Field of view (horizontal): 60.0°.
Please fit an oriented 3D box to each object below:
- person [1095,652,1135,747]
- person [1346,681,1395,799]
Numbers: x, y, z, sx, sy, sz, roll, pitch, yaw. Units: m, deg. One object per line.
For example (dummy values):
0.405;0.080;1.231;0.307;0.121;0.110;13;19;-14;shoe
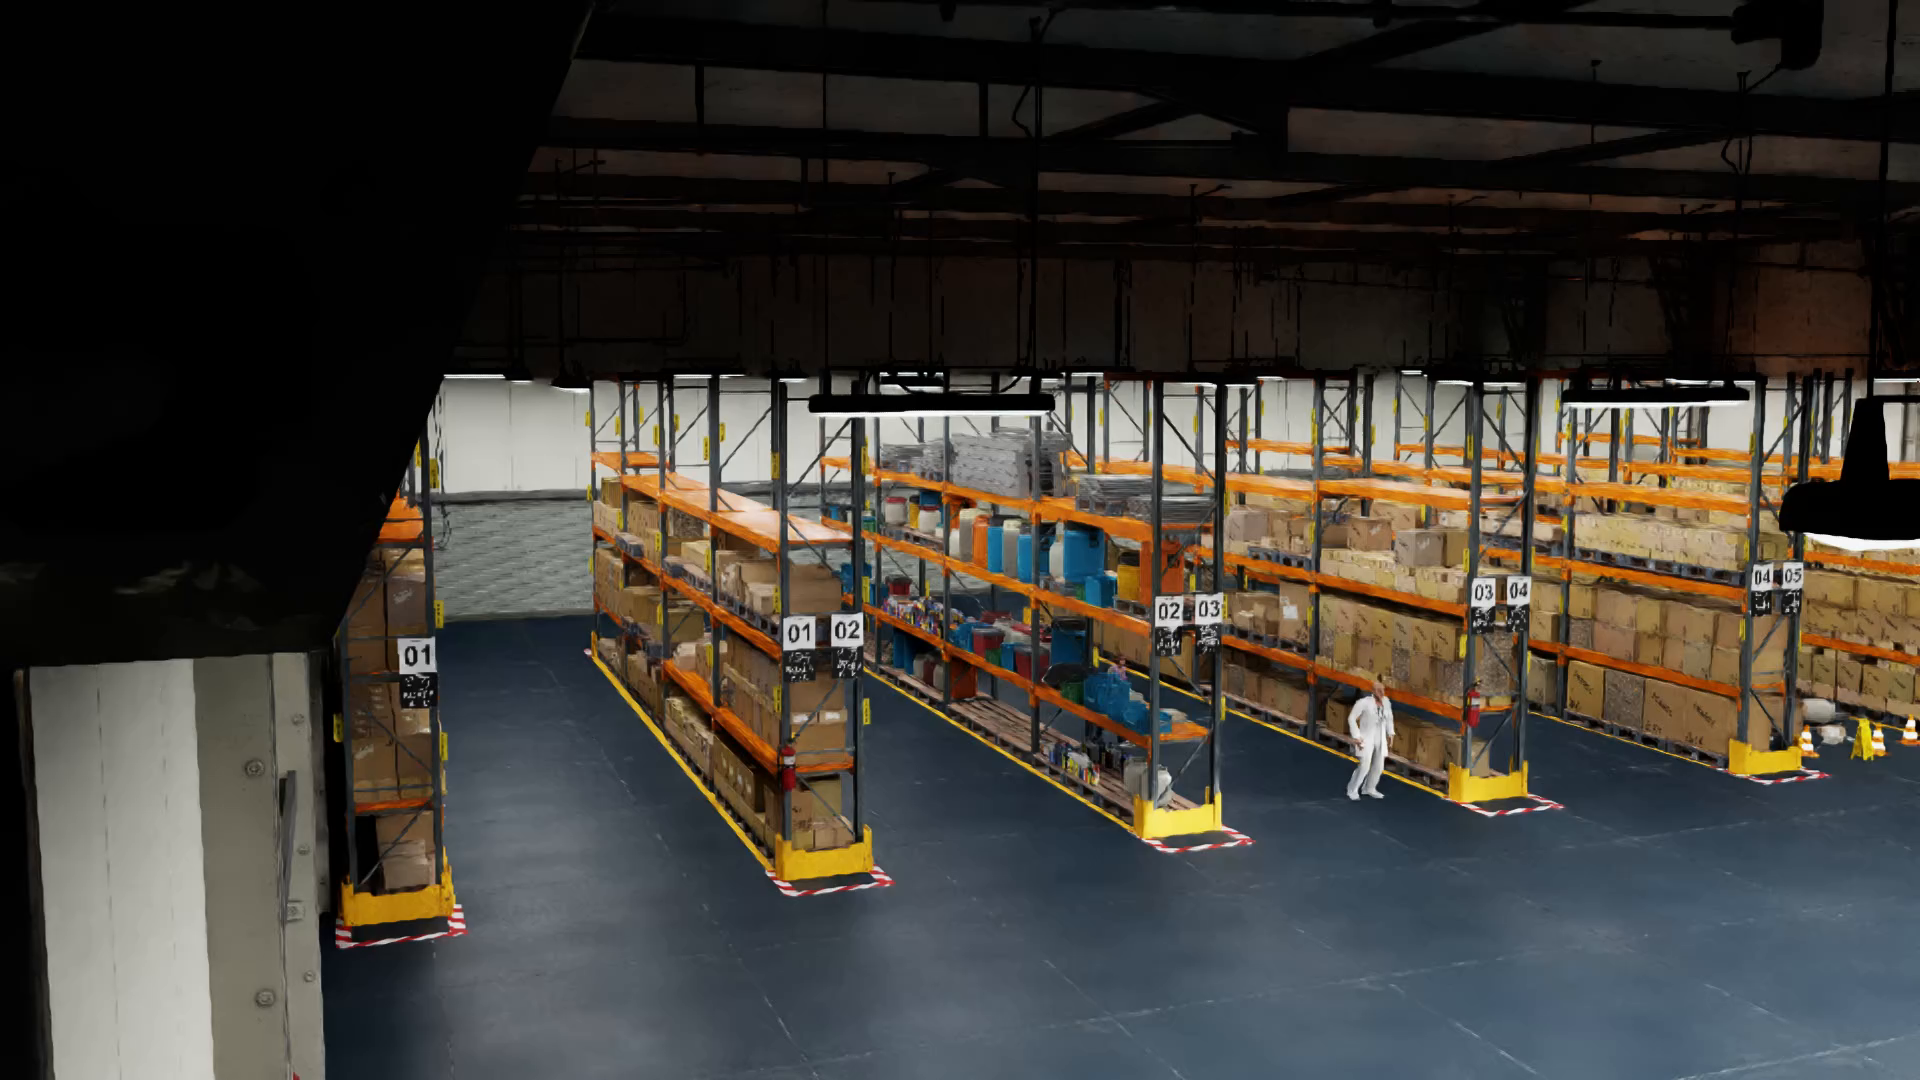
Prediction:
2.478;2.576;26.872;0.547;1.527;0.657;-6;9;-42;person
5.837;2.837;23.681;0.729;1.732;0.546;-3;7;-21;person
